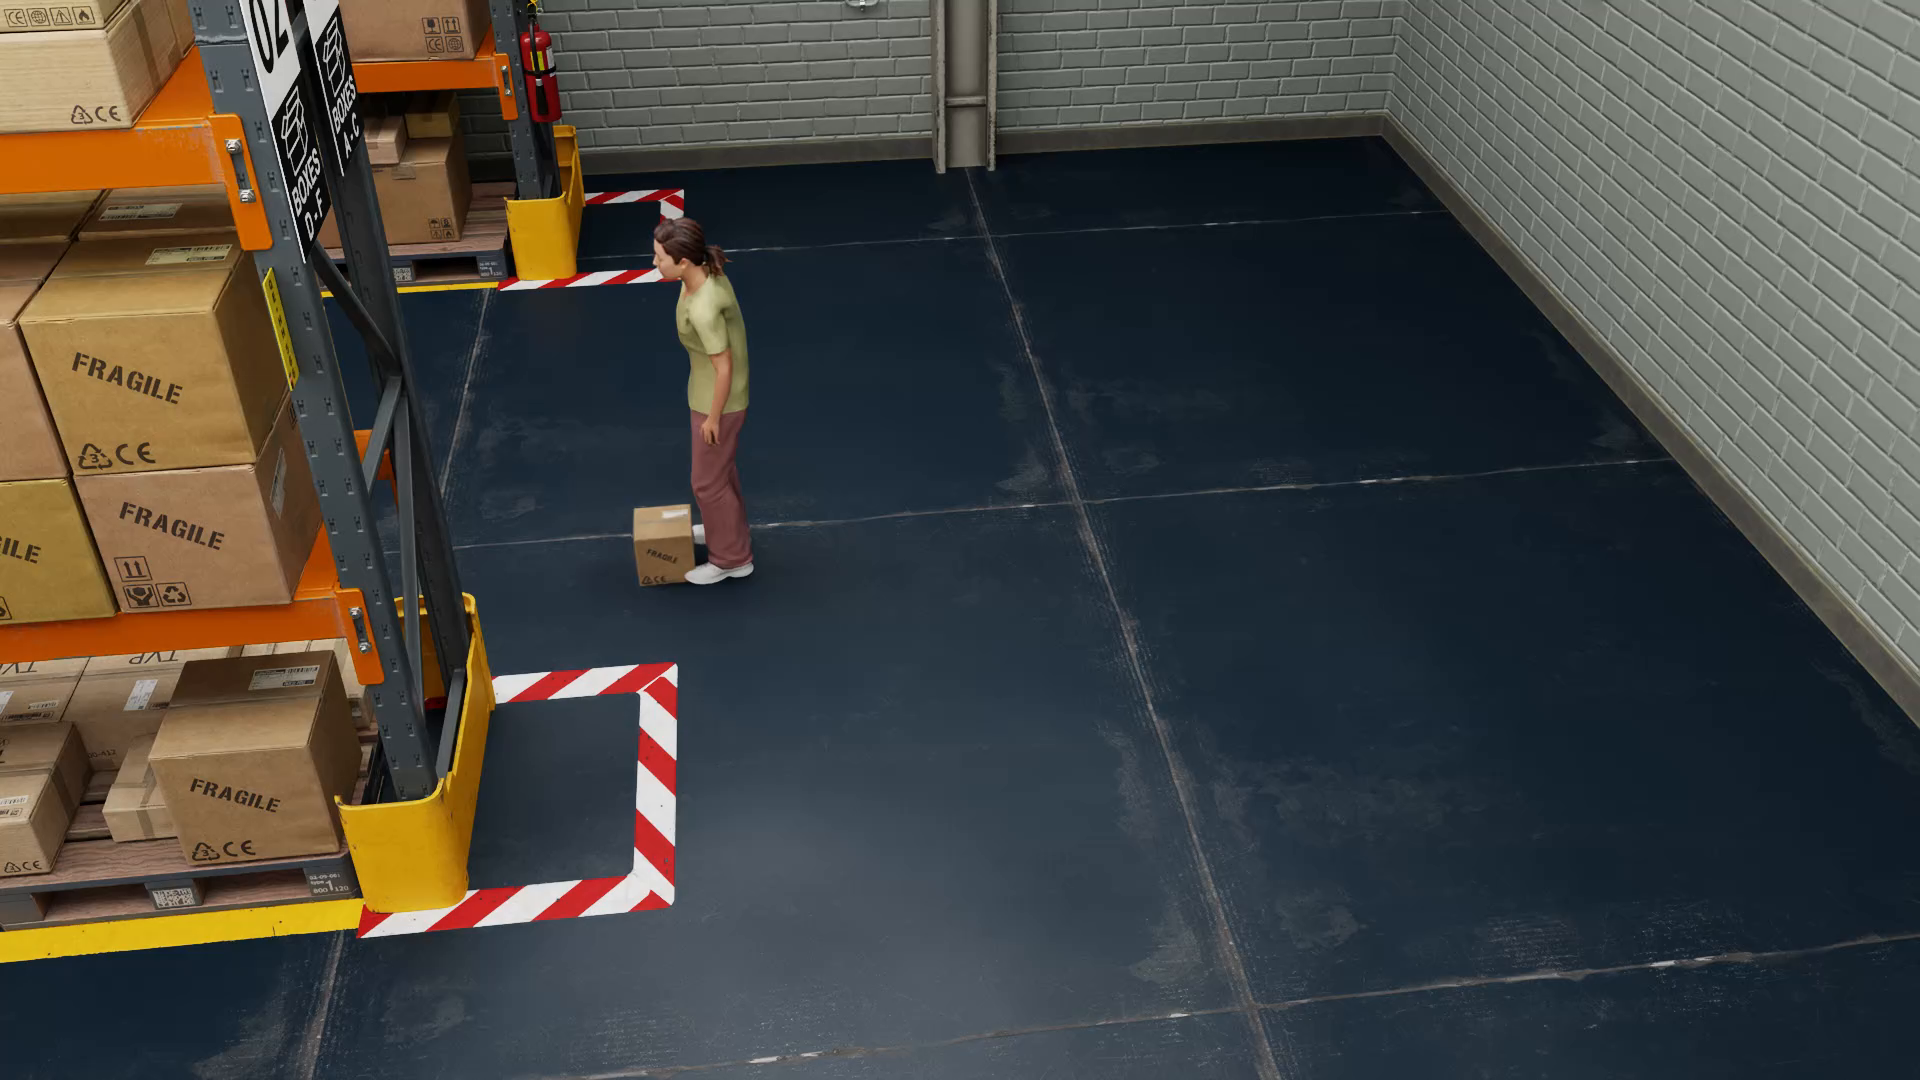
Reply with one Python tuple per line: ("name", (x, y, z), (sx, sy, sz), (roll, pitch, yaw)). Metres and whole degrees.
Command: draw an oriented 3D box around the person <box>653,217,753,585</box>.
("person", (-1.057, -0.586, 6.985), (0.363, 1.672, 0.498), (-6, 35, -8))
